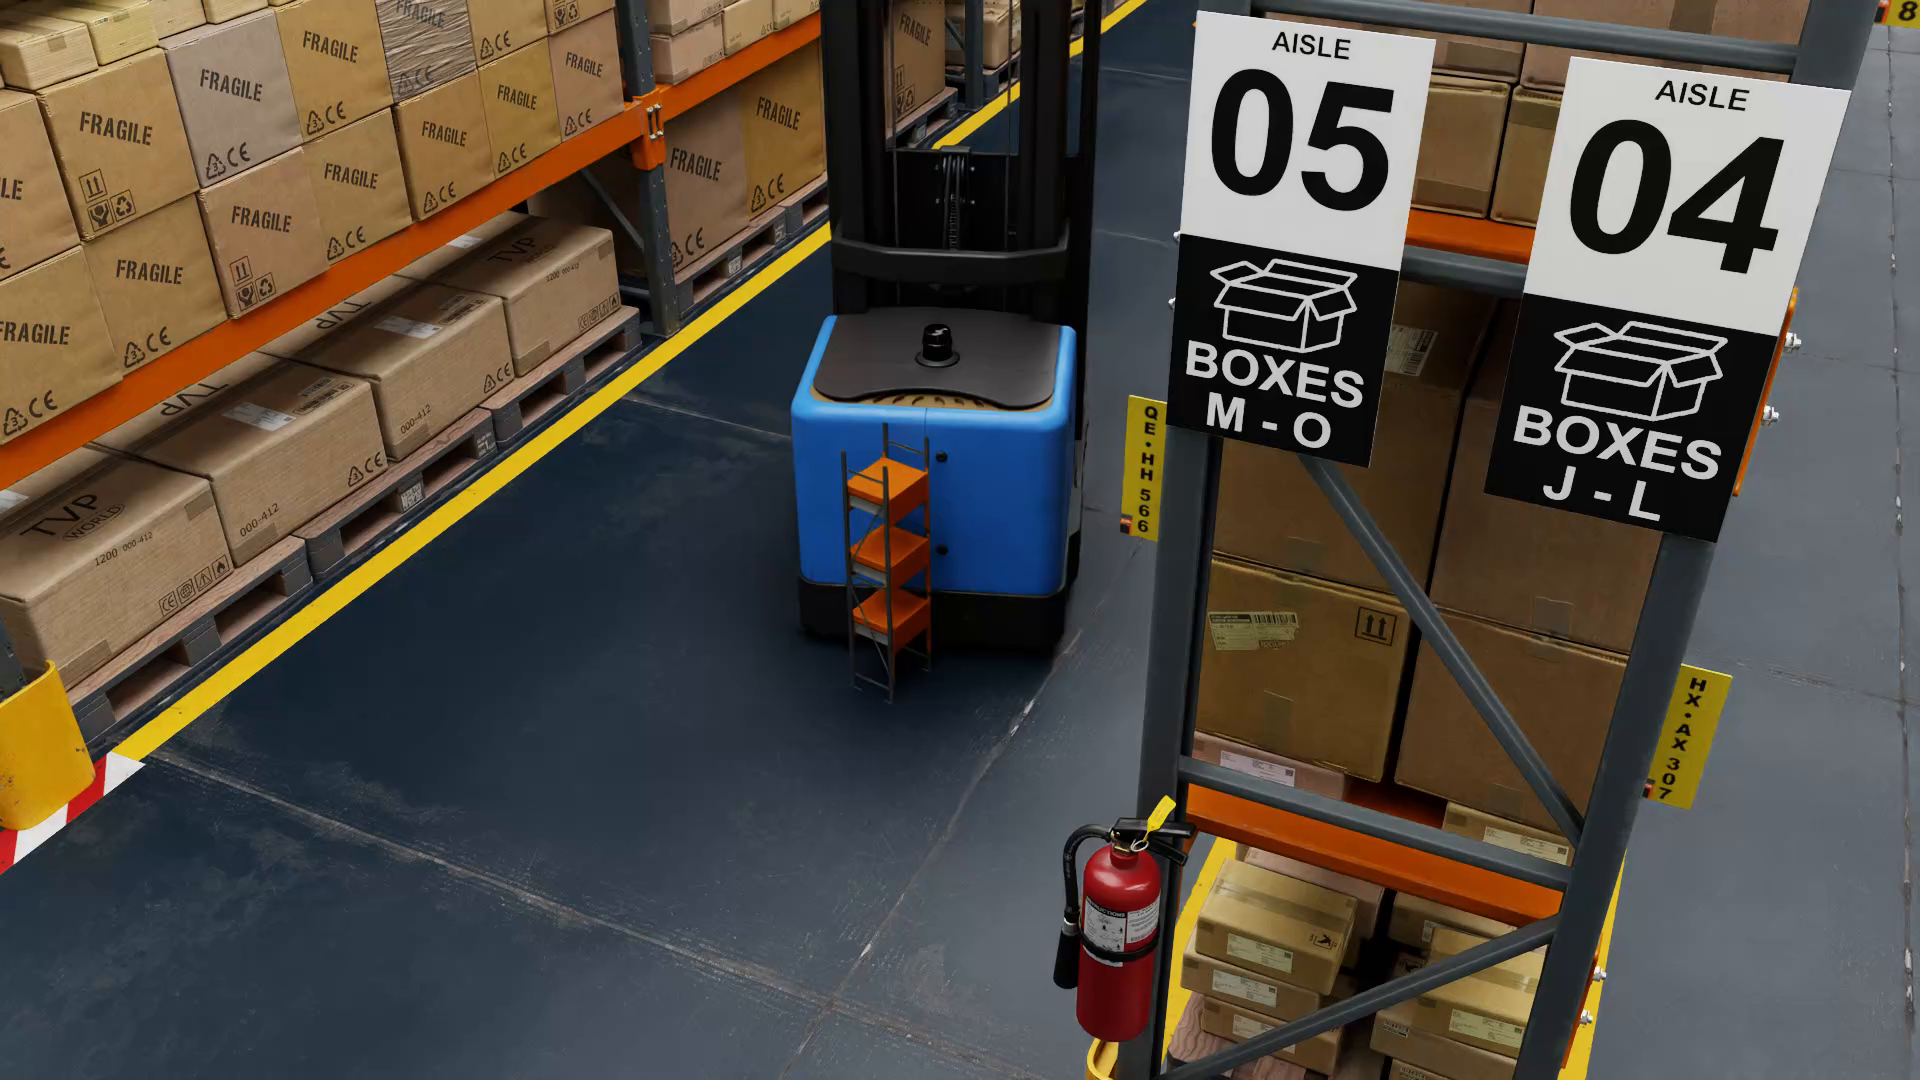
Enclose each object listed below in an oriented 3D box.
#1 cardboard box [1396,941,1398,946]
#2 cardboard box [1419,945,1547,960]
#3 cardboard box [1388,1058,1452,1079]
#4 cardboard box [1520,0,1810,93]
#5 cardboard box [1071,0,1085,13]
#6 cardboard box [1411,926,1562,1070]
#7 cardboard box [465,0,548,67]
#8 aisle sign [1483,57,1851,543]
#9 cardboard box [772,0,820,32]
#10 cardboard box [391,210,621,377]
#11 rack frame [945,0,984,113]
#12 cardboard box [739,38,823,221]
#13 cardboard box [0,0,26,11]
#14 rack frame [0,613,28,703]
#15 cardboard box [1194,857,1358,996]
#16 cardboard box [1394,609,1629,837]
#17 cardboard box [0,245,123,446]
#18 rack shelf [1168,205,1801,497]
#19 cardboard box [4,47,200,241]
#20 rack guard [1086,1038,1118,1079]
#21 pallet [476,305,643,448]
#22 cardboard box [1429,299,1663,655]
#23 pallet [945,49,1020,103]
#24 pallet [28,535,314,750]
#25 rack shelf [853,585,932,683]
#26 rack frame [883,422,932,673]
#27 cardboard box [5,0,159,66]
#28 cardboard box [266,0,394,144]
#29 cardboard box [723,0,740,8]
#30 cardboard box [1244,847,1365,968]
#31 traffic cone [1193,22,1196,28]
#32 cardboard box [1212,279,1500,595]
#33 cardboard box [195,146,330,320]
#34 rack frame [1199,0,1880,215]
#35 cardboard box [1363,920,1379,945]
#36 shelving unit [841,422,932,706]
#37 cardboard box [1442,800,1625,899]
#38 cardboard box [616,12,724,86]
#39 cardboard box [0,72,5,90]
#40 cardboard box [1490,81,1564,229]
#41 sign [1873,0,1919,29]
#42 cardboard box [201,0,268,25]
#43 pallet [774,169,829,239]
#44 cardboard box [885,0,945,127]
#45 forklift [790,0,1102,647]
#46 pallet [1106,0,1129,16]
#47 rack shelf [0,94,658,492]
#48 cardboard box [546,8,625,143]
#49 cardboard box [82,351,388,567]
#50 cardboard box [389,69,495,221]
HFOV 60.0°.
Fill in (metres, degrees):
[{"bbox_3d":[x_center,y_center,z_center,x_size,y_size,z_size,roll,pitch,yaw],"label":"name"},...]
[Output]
[{"bbox_3d":[1.520,1.167,4.951,0.380,0.149,0.250,15,36,21],"label":"cardboard box"},{"bbox_3d":[1.496,1.179,4.661,0.380,0.149,0.250,14,36,20],"label":"cardboard box"},{"bbox_3d":[1.388,1.442,4.533,0.380,0.149,0.250,15,36,21],"label":"cardboard box"},{"bbox_3d":[1.301,-0.952,2.912,0.500,0.250,0.500,15,36,21],"label":"cardboard box"},{"bbox_3d":[0.556,-4.558,13.480,0.950,0.372,0.625,15,36,22],"label":"cardboard box"},{"bbox_3d":[1.405,1.197,4.363,0.380,0.149,0.250,13,35,18],"label":"cardboard box"},{"bbox_3d":[-2.153,-2.375,7.134,0.500,0.500,0.500,14,36,20],"label":"cardboard box"},{"bbox_3d":[1.120,-0.369,2.707,0.394,0.787,0.004,14,36,20],"label":"aisle sign"},{"bbox_3d":[-1.119,-3.070,9.334,0.500,0.250,0.500,14,36,20],"label":"cardboard box"},{"bbox_3d":[-2.347,-1.281,8.421,0.875,0.438,0.875,14,36,20],"label":"cardboard box"},{"bbox_3d":[-0.314,-4.457,11.312,1.000,3.000,0.127,14,36,20],"label":"rack frame"},{"bbox_3d":[-1.430,-2.531,9.929,0.875,0.875,0.875,15,36,22],"label":"cardboard box"},{"bbox_3d":[-3.434,-1.824,5.702,0.380,0.149,0.250,15,36,22],"label":"cardboard box"},{"bbox_3d":[-3.661,-0.473,5.235,1.000,3.000,0.127,14,36,20],"label":"rack frame"},{"bbox_3d":[0.869,1.059,4.574,0.380,0.149,0.250,15,36,21],"label":"cardboard box"},{"bbox_3d":[1.316,0.286,3.715,0.500,0.500,0.500,16,36,23],"label":"cardboard box"},{"bbox_3d":[-3.199,-0.688,5.472,0.500,0.500,0.500,14,36,20],"label":"cardboard box"},{"bbox_3d":[1.714,-1.337,4.474,1.077,0.370,4.000,14,36,20],"label":"rack shelf"},{"bbox_3d":[-2.991,-1.365,5.593,0.500,0.500,0.500,13,35,19],"label":"cardboard box"},{"bbox_3d":[0.909,1.620,4.323,1.175,0.500,0.348,14,36,20],"label":"rack guard"},{"bbox_3d":[-2.376,-0.938,8.488,1.003,0.211,1.213,14,36,20],"label":"pallet"},{"bbox_3d":[1.307,-0.134,3.445,0.500,0.500,0.500,14,36,20],"label":"cardboard box"},{"bbox_3d":[0.015,-3.680,12.669,1.003,0.211,1.213,14,36,20],"label":"pallet"},{"bbox_3d":[-3.397,0.277,6.635,1.003,0.211,1.213,14,36,20],"label":"pallet"},{"bbox_3d":[-0.263,0.343,6.295,0.215,0.259,0.240,21,39,28],"label":"rack shelf"},{"bbox_3d":[-0.194,0.047,6.221,0.200,1.050,0.008,21,39,28],"label":"rack frame"},{"bbox_3d":[-2.909,-1.702,5.516,0.380,0.149,0.250,13,35,19],"label":"cardboard box"},{"bbox_3d":[-2.575,-1.872,6.366,0.500,0.500,0.500,14,36,21],"label":"cardboard box"},{"bbox_3d":[-1.354,-3.032,8.819,0.500,0.250,0.500,15,36,21],"label":"cardboard box"},{"bbox_3d":[0.997,1.059,4.846,0.380,0.149,0.250,13,36,19],"label":"cardboard box"},{"bbox_3d":[2.113,-4.449,13.614,0.336,0.463,0.334,14,36,20],"label":"traffic cone"},{"bbox_3d":[0.843,-0.257,3.632,0.500,0.500,0.500,13,36,20],"label":"cardboard box"},{"bbox_3d":[-2.784,-1.195,6.246,0.500,0.500,0.500,14,36,20],"label":"cardboard box"},{"bbox_3d":[0.878,-1.896,1.935,1.000,3.000,0.127,14,36,20],"label":"rack frame"},{"bbox_3d":[1.113,1.056,5.121,0.380,0.149,0.250,14,36,20],"label":"cardboard box"},{"bbox_3d":[-0.263,0.102,6.137,0.215,1.050,0.252,21,39,28],"label":"shelving unit"},{"bbox_3d":[1.311,0.632,3.780,0.380,0.149,0.250,14,36,20],"label":"cardboard box"},{"bbox_3d":[-1.563,-2.561,8.556,0.500,0.250,0.500,13,36,19],"label":"cardboard box"},{"bbox_3d":[-3.216,-1.464,5.152,0.380,0.149,0.250,15,36,22],"label":"cardboard box"},{"bbox_3d":[1.298,-0.744,3.050,0.500,0.250,0.500,15,36,22],"label":"cardboard box"},{"bbox_3d":[1.371,-0.883,2.328,0.100,0.325,0.005,14,36,20],"label":"sign"},{"bbox_3d":[-2.705,-1.960,5.909,0.380,0.149,0.250,15,36,21],"label":"cardboard box"},{"bbox_3d":[-1.224,-2.310,10.580,1.003,0.211,1.213,14,36,20],"label":"pallet"},{"bbox_3d":[-0.678,-3.419,11.283,0.875,0.875,0.875,14,36,20],"label":"cardboard box"},{"bbox_3d":[0.028,-1.596,7.011,1.130,2.935,3.031,3,33,5],"label":"forklift"},{"bbox_3d":[1.035,-4.895,14.523,1.003,0.211,1.213,14,36,20],"label":"pallet"},{"bbox_3d":[-2.824,-1.168,6.952,1.077,0.370,4.000,14,36,20],"label":"rack shelf"},{"bbox_3d":[-1.949,-2.217,7.804,0.500,0.500,0.500,15,36,21],"label":"cardboard box"},{"bbox_3d":[-3.100,-0.386,7.057,0.875,0.438,0.875,15,36,22],"label":"cardboard box"},{"bbox_3d":[-2.356,-1.706,7.025,0.500,0.500,0.500,14,36,20],"label":"cardboard box"}]
